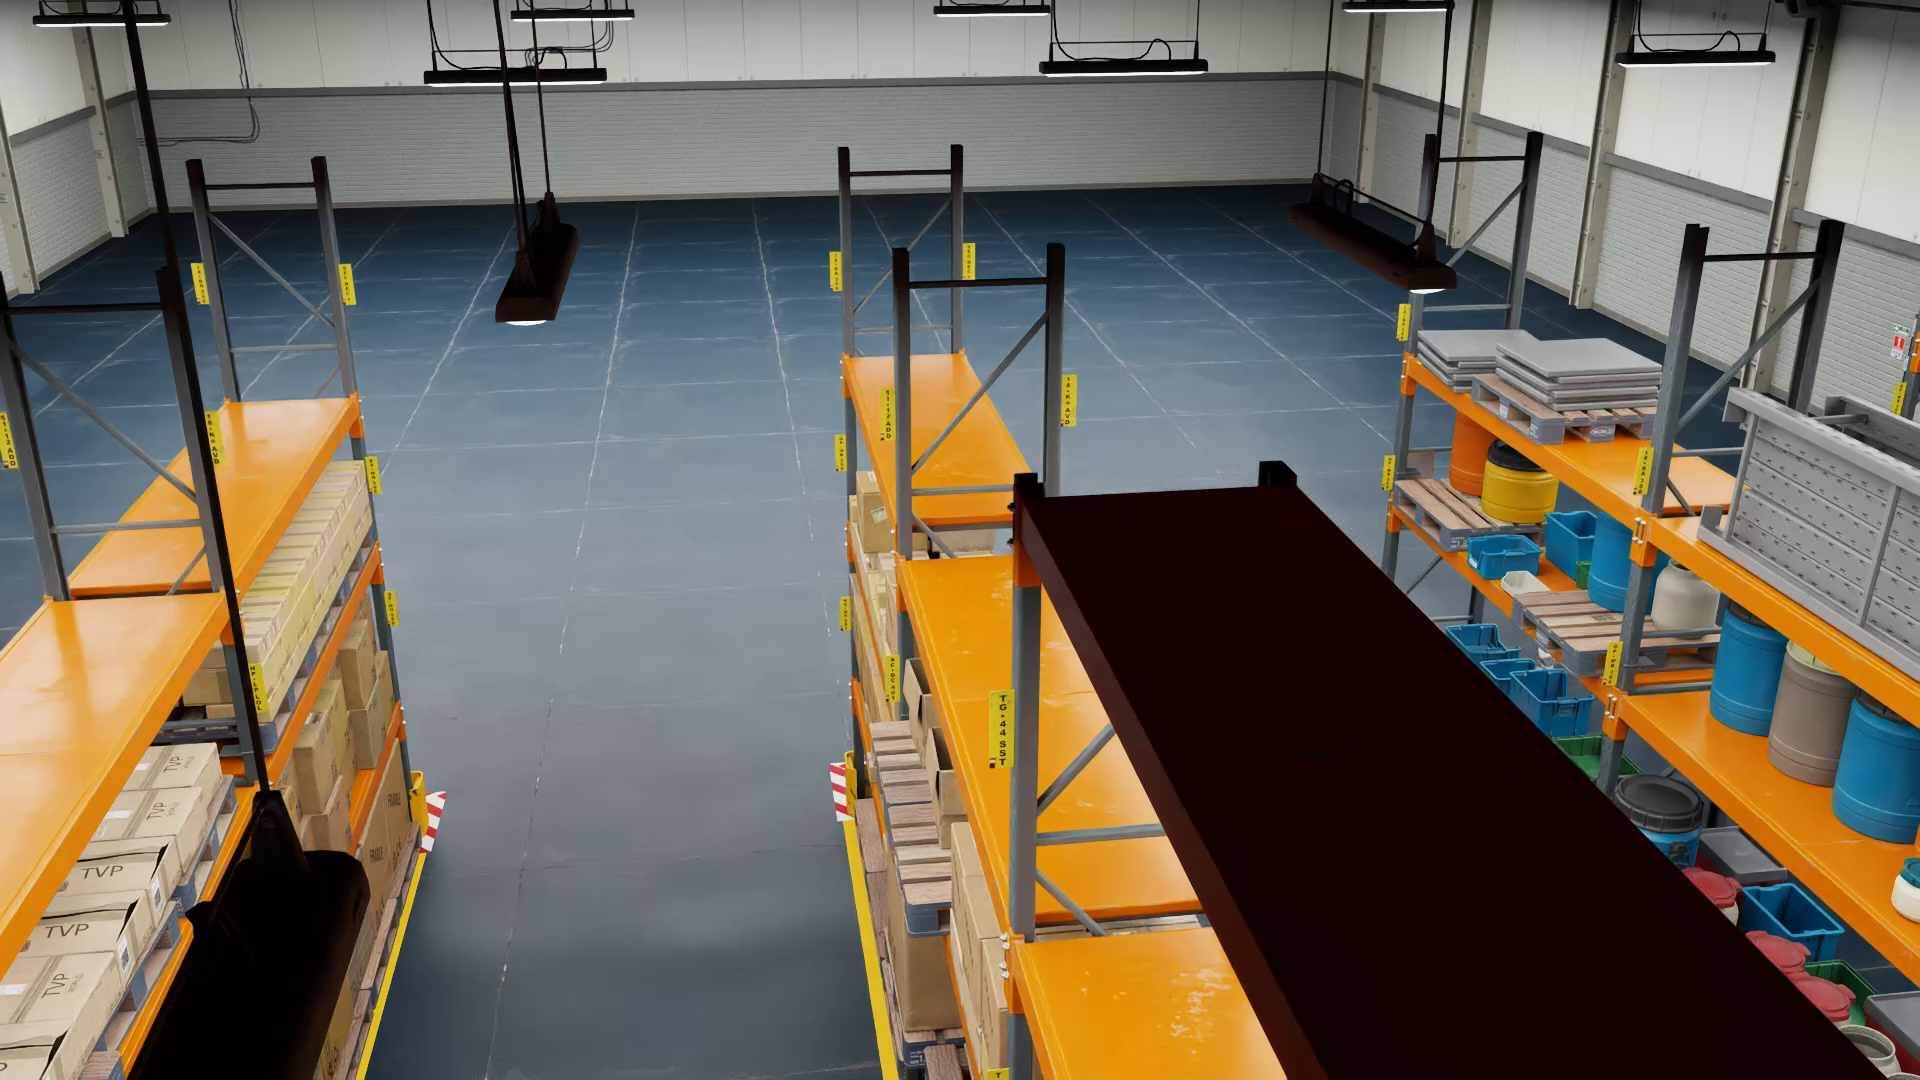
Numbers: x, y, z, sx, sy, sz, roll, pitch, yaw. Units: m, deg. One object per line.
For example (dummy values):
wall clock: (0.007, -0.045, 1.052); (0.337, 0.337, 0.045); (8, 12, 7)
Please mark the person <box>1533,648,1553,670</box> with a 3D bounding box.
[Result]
person: (6.278, 0.619, 17.712); (0.562, 1.836, 0.605); (-6, 22, -14)
